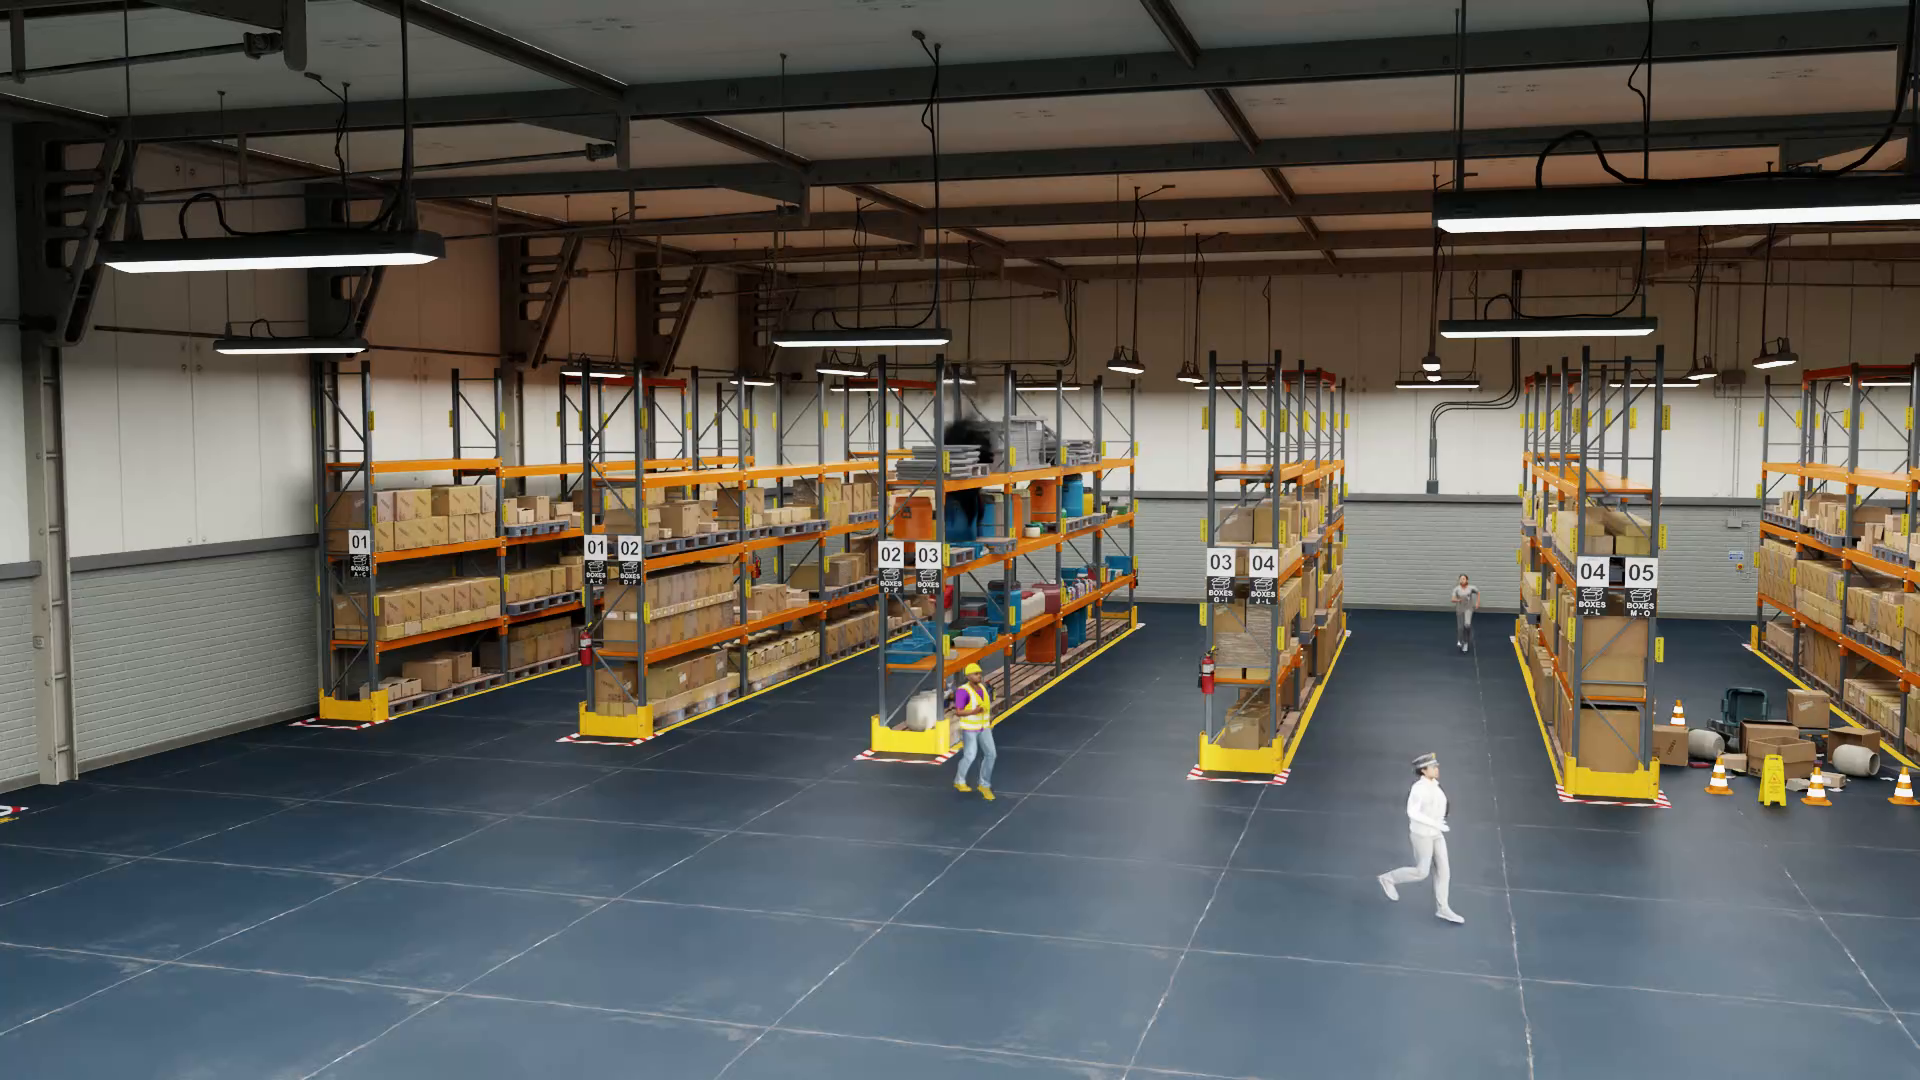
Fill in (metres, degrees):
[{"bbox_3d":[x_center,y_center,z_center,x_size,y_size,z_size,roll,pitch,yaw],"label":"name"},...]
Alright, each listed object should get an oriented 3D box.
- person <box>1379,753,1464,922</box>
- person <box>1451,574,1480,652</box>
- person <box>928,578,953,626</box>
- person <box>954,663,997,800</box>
[{"bbox_3d":[4.690,2.969,16.791,0.859,1.687,0.617,3,5,40],"label":"person"},{"bbox_3d":[11.017,1.580,36.255,0.576,1.690,0.869,2,4,23],"label":"person"},{"bbox_3d":[-0.377,1.605,35.596,0.603,1.786,0.866,1,4,8],"label":"person"},{"bbox_3d":[0.205,2.545,22.080,0.674,1.825,0.717,-3,5,-39],"label":"person"}]
